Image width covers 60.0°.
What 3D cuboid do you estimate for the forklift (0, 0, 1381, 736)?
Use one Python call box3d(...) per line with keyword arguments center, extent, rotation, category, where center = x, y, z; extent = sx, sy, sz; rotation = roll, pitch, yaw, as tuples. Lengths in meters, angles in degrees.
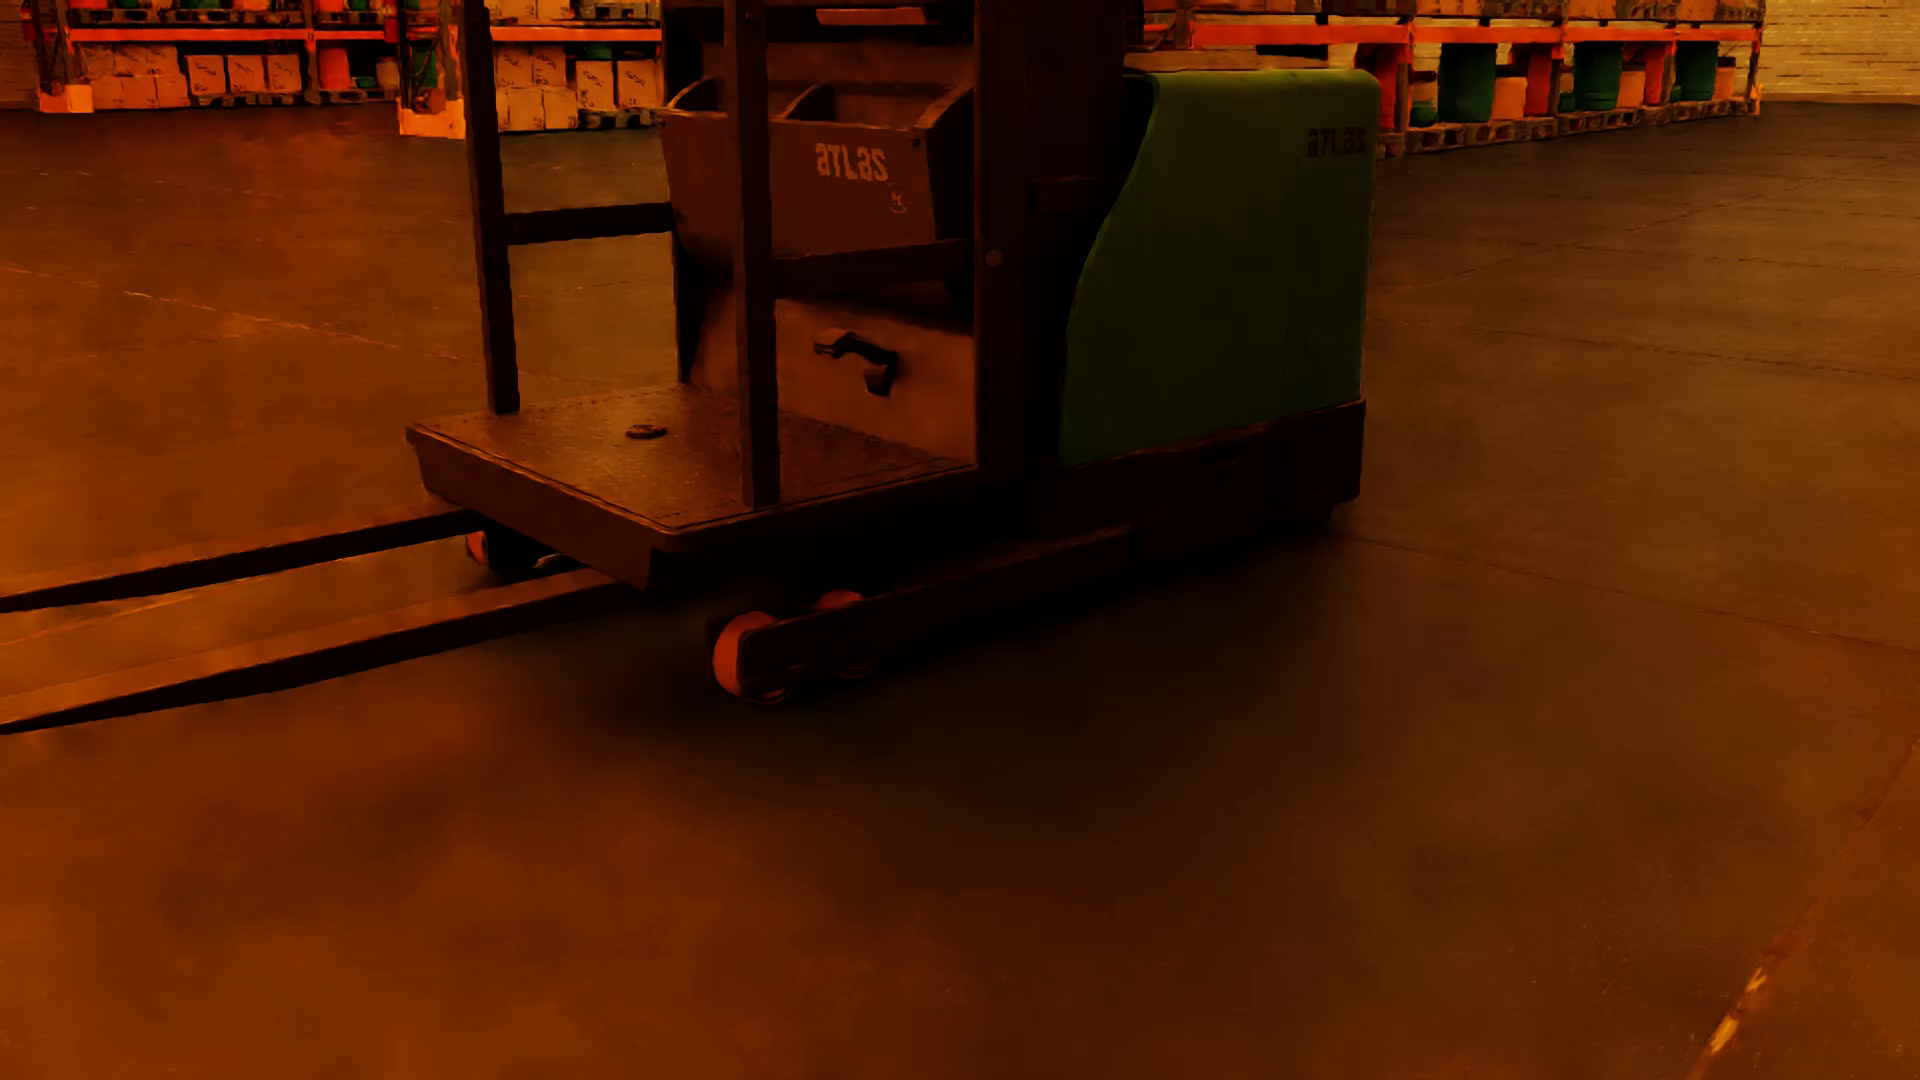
box3d(center=(-0.468, -1.278, 3.105), extent=(3.031, 2.935, 1.130), rotation=(-14, 22, -39), category="forklift")
